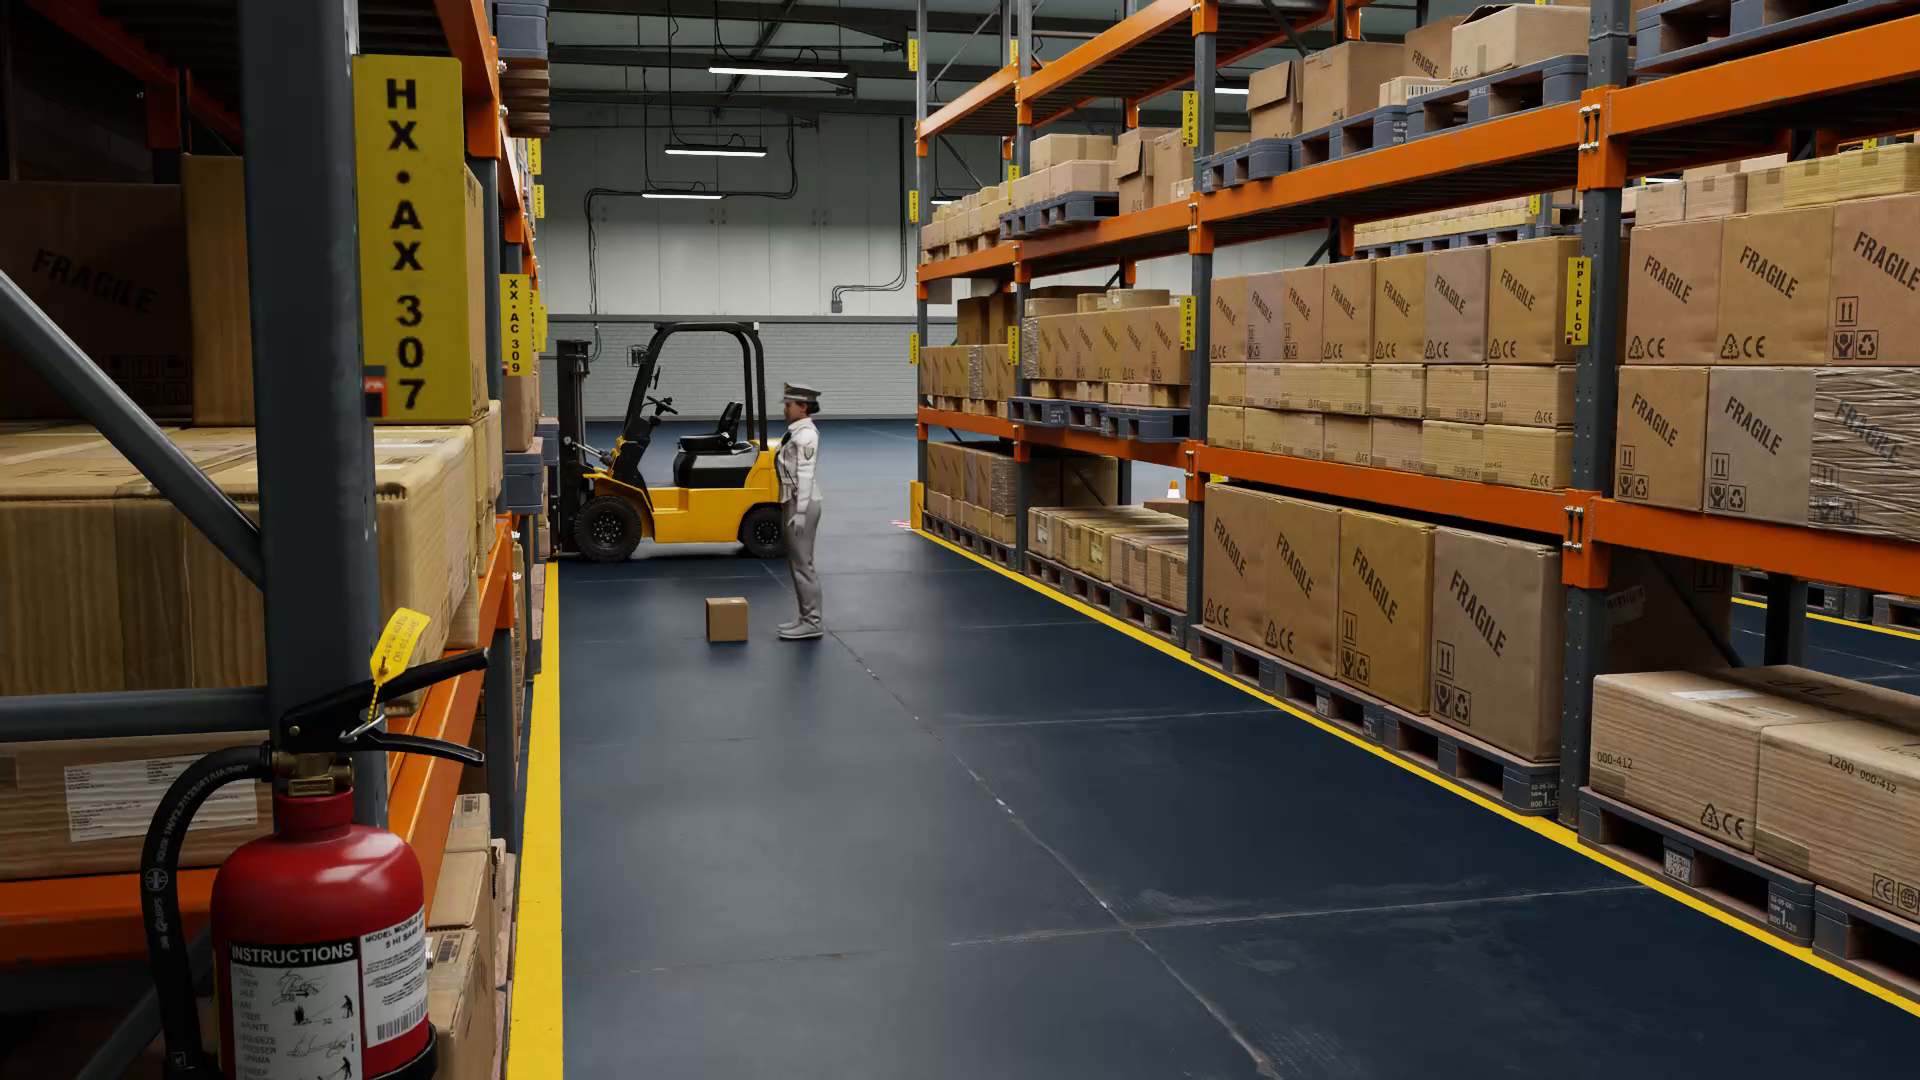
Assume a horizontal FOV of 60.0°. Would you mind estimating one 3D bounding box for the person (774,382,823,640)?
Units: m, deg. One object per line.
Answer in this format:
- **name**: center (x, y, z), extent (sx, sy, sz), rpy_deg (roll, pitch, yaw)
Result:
- **person**: center (-1.067, -0.196, 10.925), extent (0.331, 1.675, 0.467), rpy_deg (-1, 6, -13)
